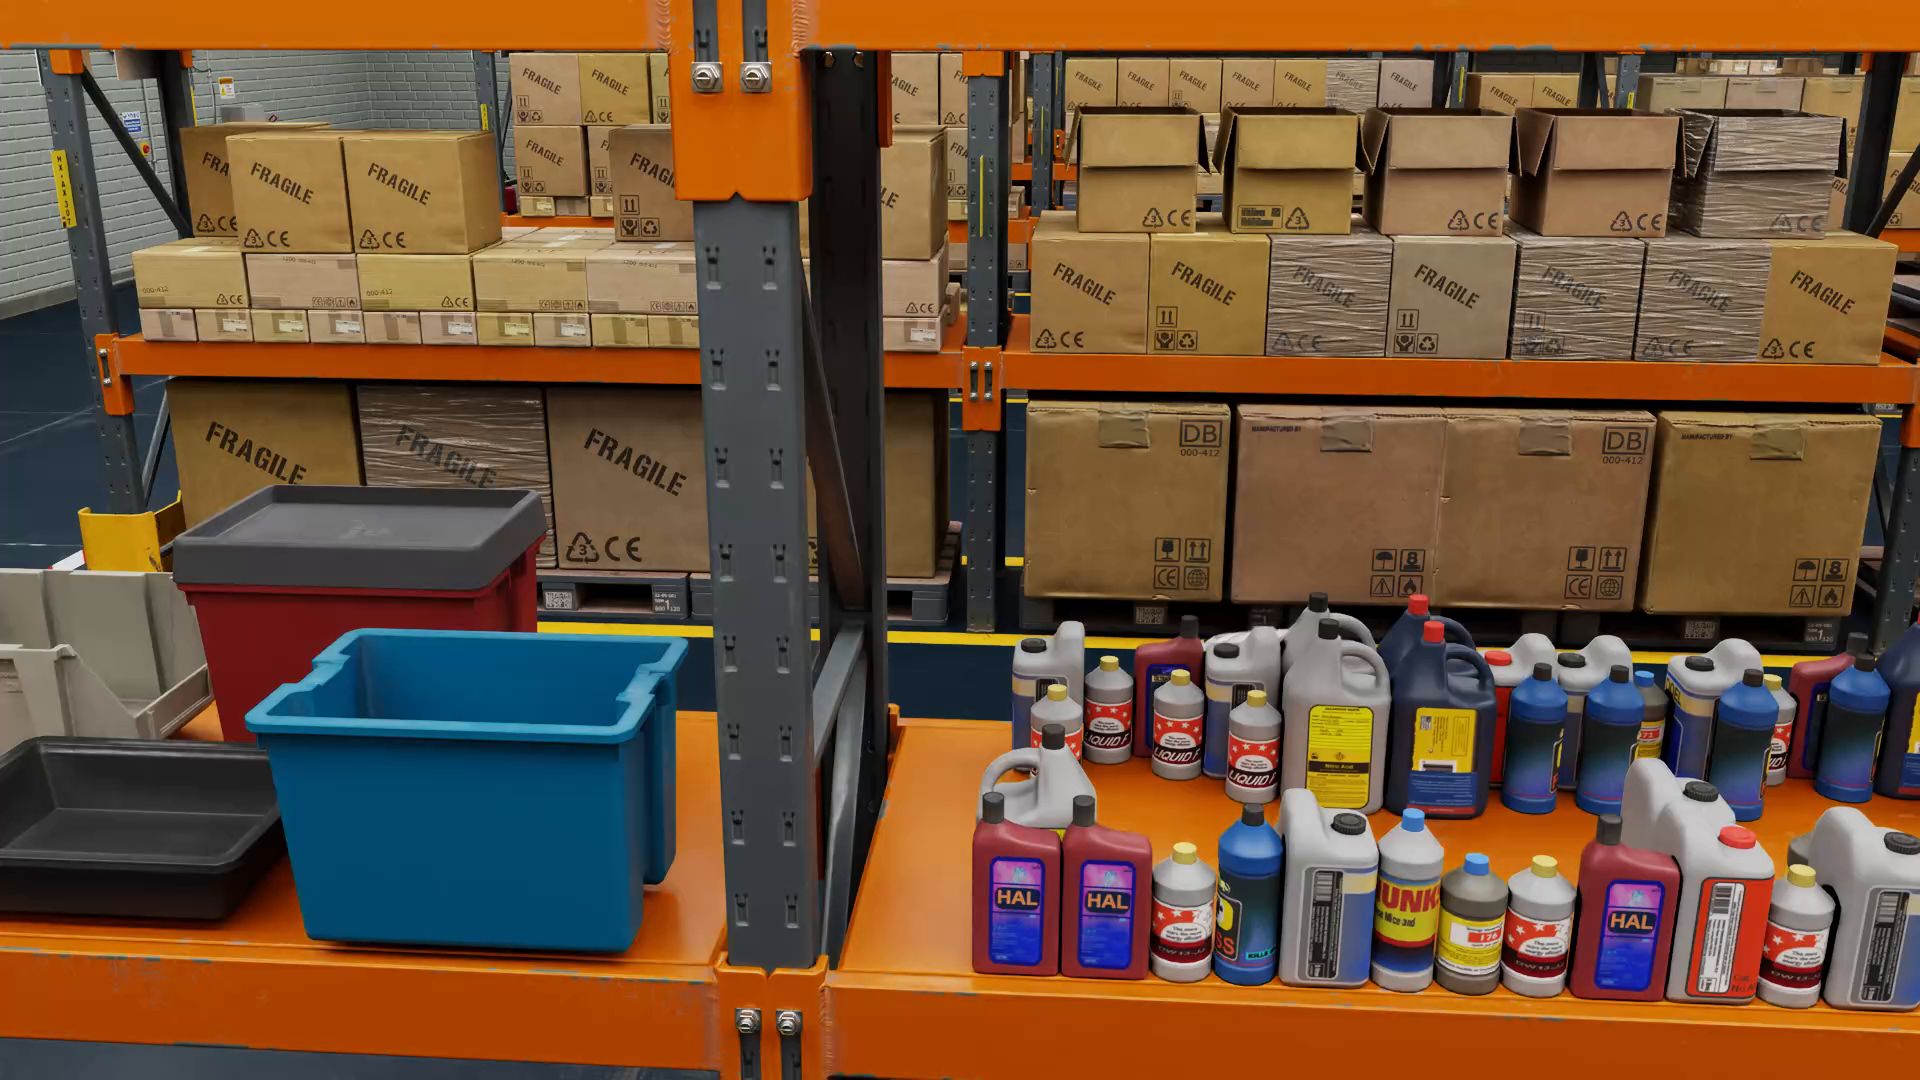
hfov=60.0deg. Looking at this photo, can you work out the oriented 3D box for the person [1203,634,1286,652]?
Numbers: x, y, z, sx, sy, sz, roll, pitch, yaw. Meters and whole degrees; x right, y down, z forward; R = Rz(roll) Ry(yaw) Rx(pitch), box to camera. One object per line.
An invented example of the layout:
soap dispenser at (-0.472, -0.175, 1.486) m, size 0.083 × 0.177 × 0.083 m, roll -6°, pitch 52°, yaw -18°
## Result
person at (0.962, 0.657, 5.306) m, size 0.565 × 0.943 × 0.952 m, roll 1°, pitch 17°, yaw 4°
